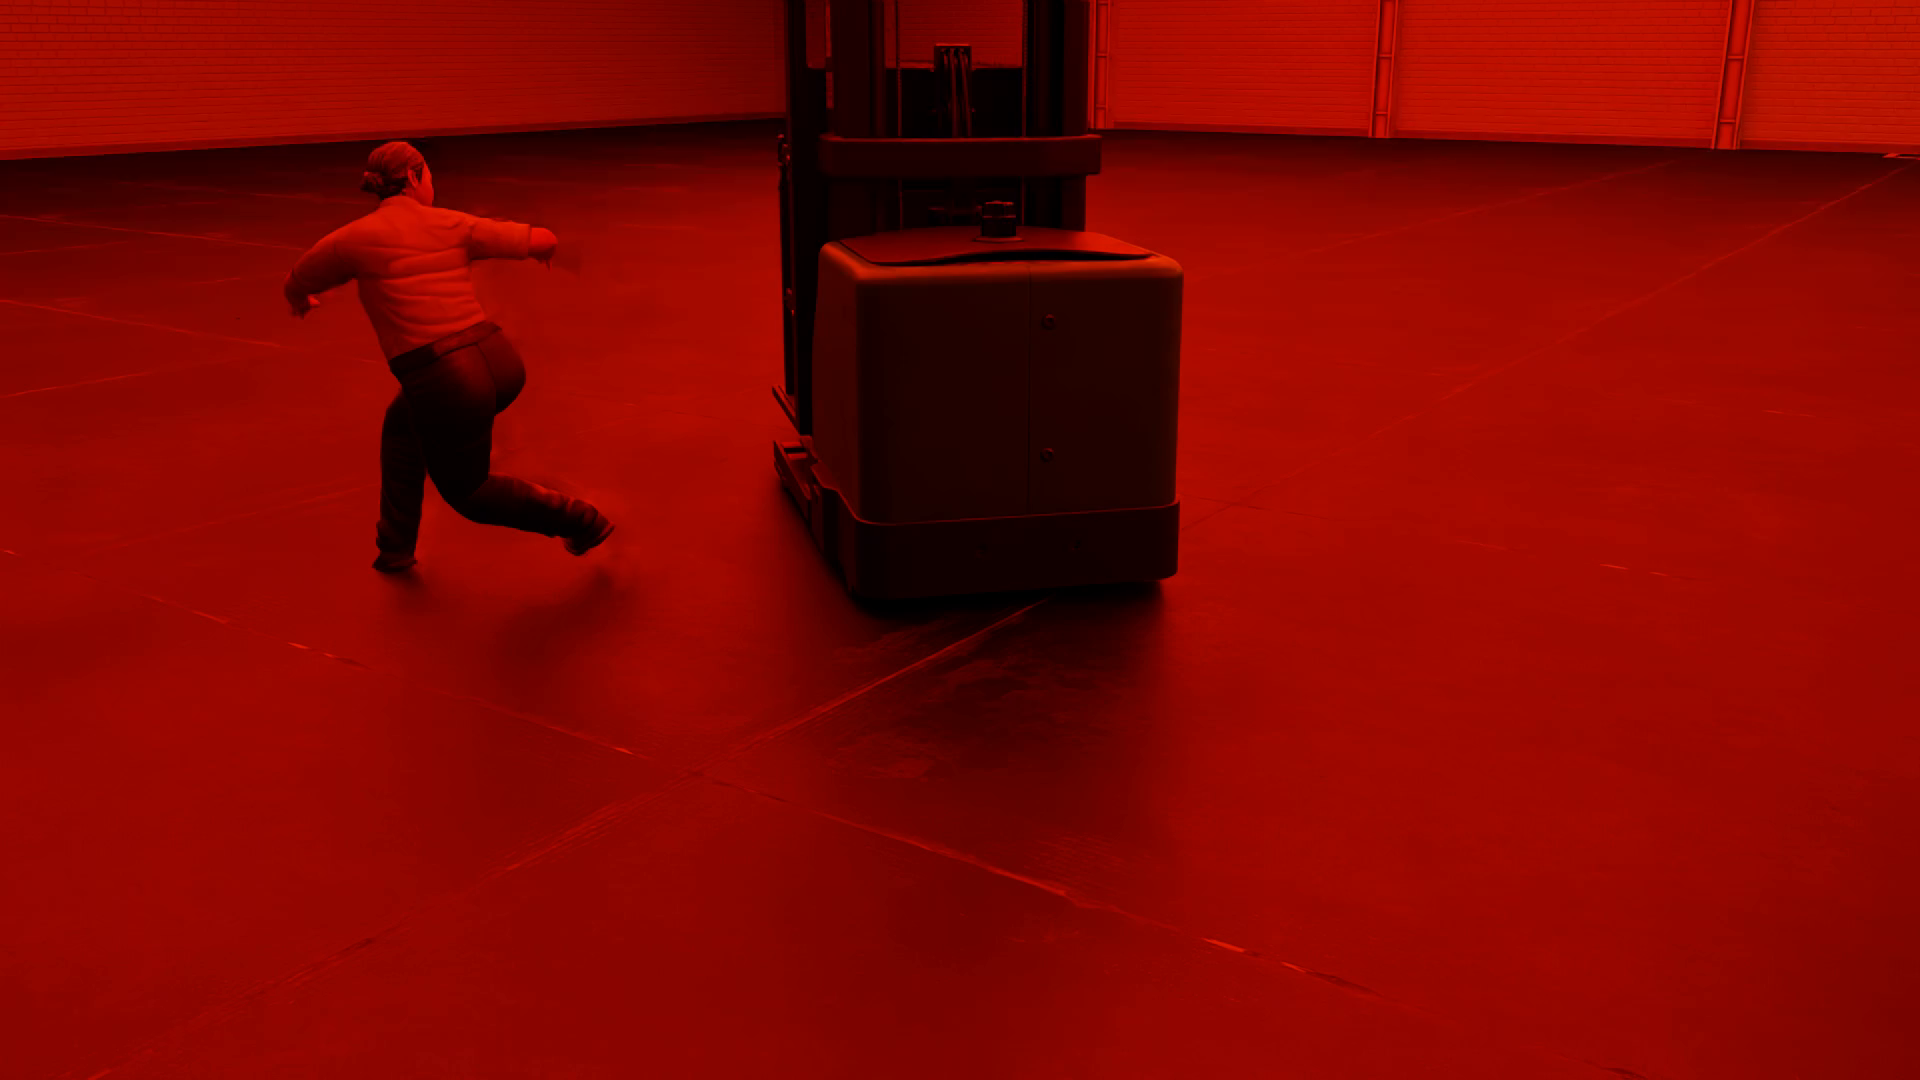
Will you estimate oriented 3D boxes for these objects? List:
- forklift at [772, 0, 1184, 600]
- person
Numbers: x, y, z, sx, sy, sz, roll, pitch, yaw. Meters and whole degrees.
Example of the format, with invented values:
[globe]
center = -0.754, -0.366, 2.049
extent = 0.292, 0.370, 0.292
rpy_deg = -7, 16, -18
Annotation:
[forklift]
center = -0.135, -1.603, 6.193
extent = 1.130, 2.935, 3.031
rpy_deg = -4, 17, -13
[person]
center = -1.698, -0.581, 5.519
extent = 1.081, 1.432, 0.836
rpy_deg = 10, 19, 31
